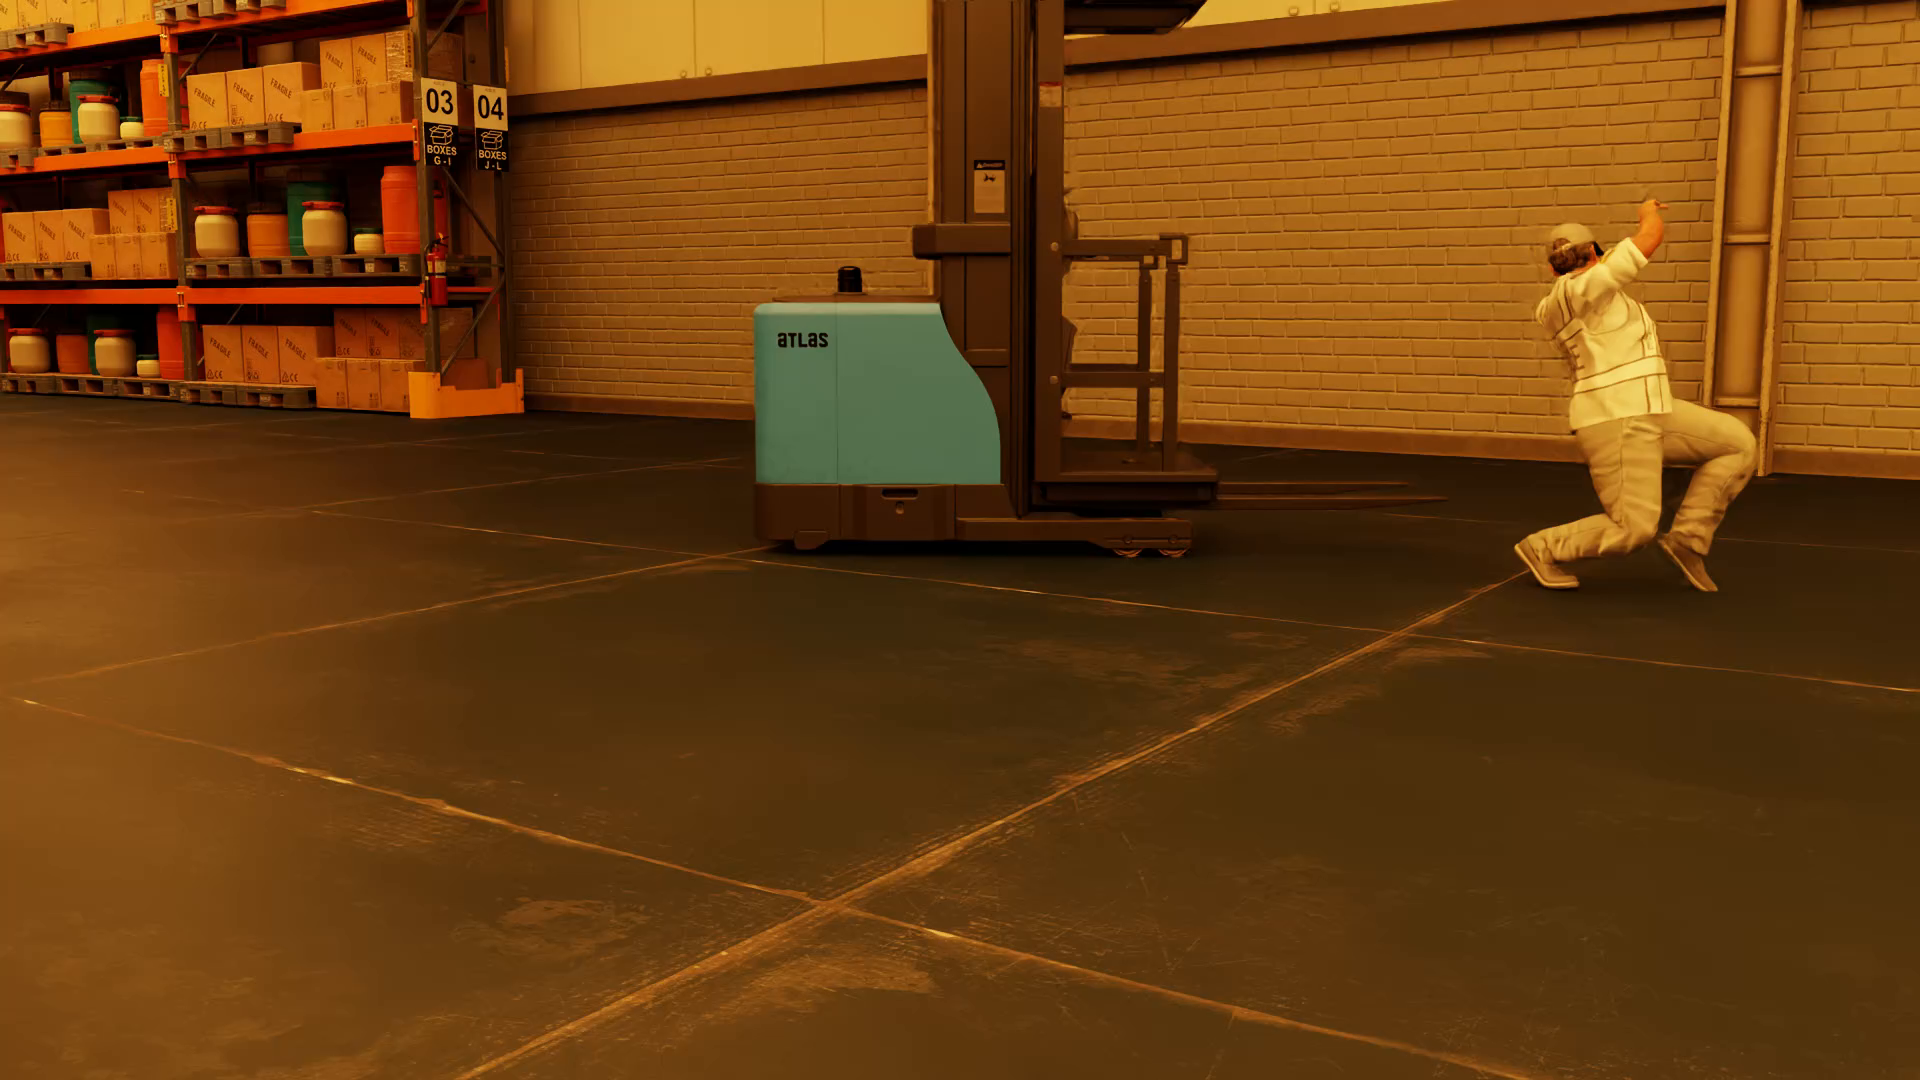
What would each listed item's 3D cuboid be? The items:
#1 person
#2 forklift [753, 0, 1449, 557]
[{"bbox_3d":[2.621,-0.545,6.381,0.831,1.479,1.020,4,9,26],"label":"person"},{"bbox_3d":[0.622,-1.453,7.412,3.031,2.935,1.130,0,8,0],"label":"forklift"}]
